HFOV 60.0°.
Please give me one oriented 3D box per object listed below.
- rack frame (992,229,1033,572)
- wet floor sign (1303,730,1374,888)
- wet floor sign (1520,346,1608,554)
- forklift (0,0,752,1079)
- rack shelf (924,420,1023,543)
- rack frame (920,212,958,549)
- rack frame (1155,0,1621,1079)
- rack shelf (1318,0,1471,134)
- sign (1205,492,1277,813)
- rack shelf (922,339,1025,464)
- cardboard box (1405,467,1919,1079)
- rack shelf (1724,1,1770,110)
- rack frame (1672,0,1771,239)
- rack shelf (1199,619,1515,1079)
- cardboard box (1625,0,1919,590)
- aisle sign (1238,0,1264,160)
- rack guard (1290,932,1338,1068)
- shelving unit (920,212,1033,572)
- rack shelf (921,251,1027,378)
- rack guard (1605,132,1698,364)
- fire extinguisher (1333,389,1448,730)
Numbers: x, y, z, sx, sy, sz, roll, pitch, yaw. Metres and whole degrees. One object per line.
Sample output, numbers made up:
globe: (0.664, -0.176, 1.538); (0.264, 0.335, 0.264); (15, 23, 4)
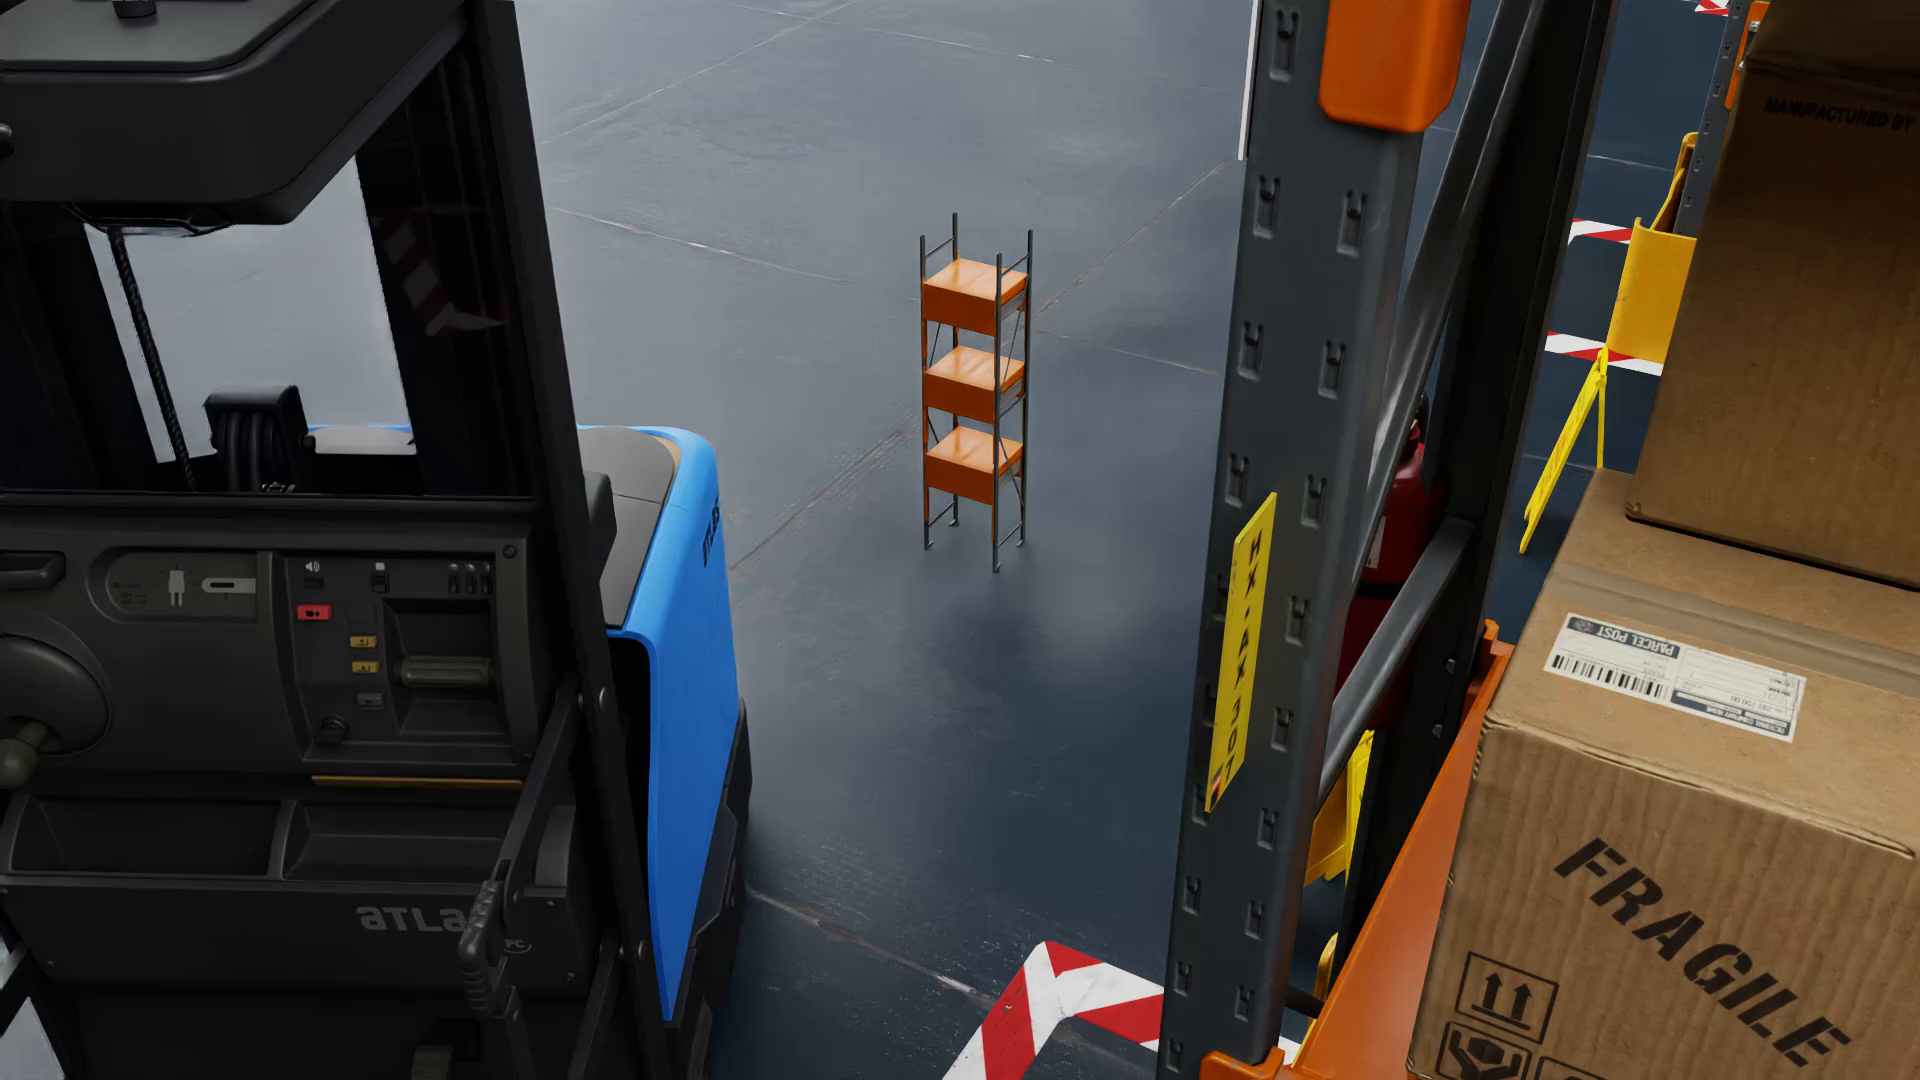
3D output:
rack frame: (0.152, -0.389, 4.887); (0.008, 1.050, 0.200); (18, 37, 24)
wet floor sign: (0.904, 0.624, 3.730); (0.267, 0.644, 0.232); (-25, 41, -33)
wet floor sign: (1.899, -0.274, 5.079); (0.232, 0.644, 0.267); (11, 35, 16)
forklift: (-1.092, 0.228, 2.263); (1.130, 2.935, 3.031); (1, 34, 1)
rack shelf: (0.046, -0.182, 5.097); (0.240, 0.259, 0.215); (18, 37, 24)
rack frame: (-0.059, -0.456, 4.987); (0.008, 1.050, 0.200); (18, 37, 24)
rack frame: (0.537, 0.213, 2.224); (0.053, 2.616, 0.949); (18, 37, 24)
rack shelf: (2.275, -0.188, 0.768); (4.000, 0.370, 1.077); (18, 37, 24)
sign: (0.269, 0.112, 1.594); (0.005, 0.325, 0.100); (18, 37, 24)
rack shelf: (0.046, -0.413, 4.943); (0.240, 0.259, 0.215); (18, 37, 24)
cardboard box: (0.812, 0.310, 1.720); (0.500, 0.500, 0.500); (17, 37, 24)
rack shelf: (4.643, -1.349, 5.218); (4.000, 0.370, 1.077); (18, 37, 24)
rack frame: (2.907, -2.198, 5.845); (0.127, 3.000, 1.000); (18, 37, 24)
rack shelf: (2.275, 1.061, 1.600); (4.000, 0.370, 1.077); (18, 37, 24)
cardboard box: (1.090, -0.335, 1.786); (0.500, 0.500, 0.700); (17, 37, 23)
aisle sign: (0.331, -0.738, 1.307); (0.004, 0.787, 0.394); (18, 37, 24)
rack guard: (0.604, 1.273, 2.888); (0.348, 0.500, 1.175); (18, 37, 24)
shelving unit: (0.046, -0.422, 4.937); (0.252, 1.050, 0.215); (18, 37, 24)
rack shelf: (0.046, -0.650, 4.785); (0.240, 0.259, 0.215); (18, 37, 24)
rack guard: (2.886, -1.165, 6.548); (0.348, 0.500, 1.175); (18, 37, 24)
fire extinguisher: (0.668, -0.010, 2.628); (0.183, 0.674, 0.296); (18, 37, 24)
